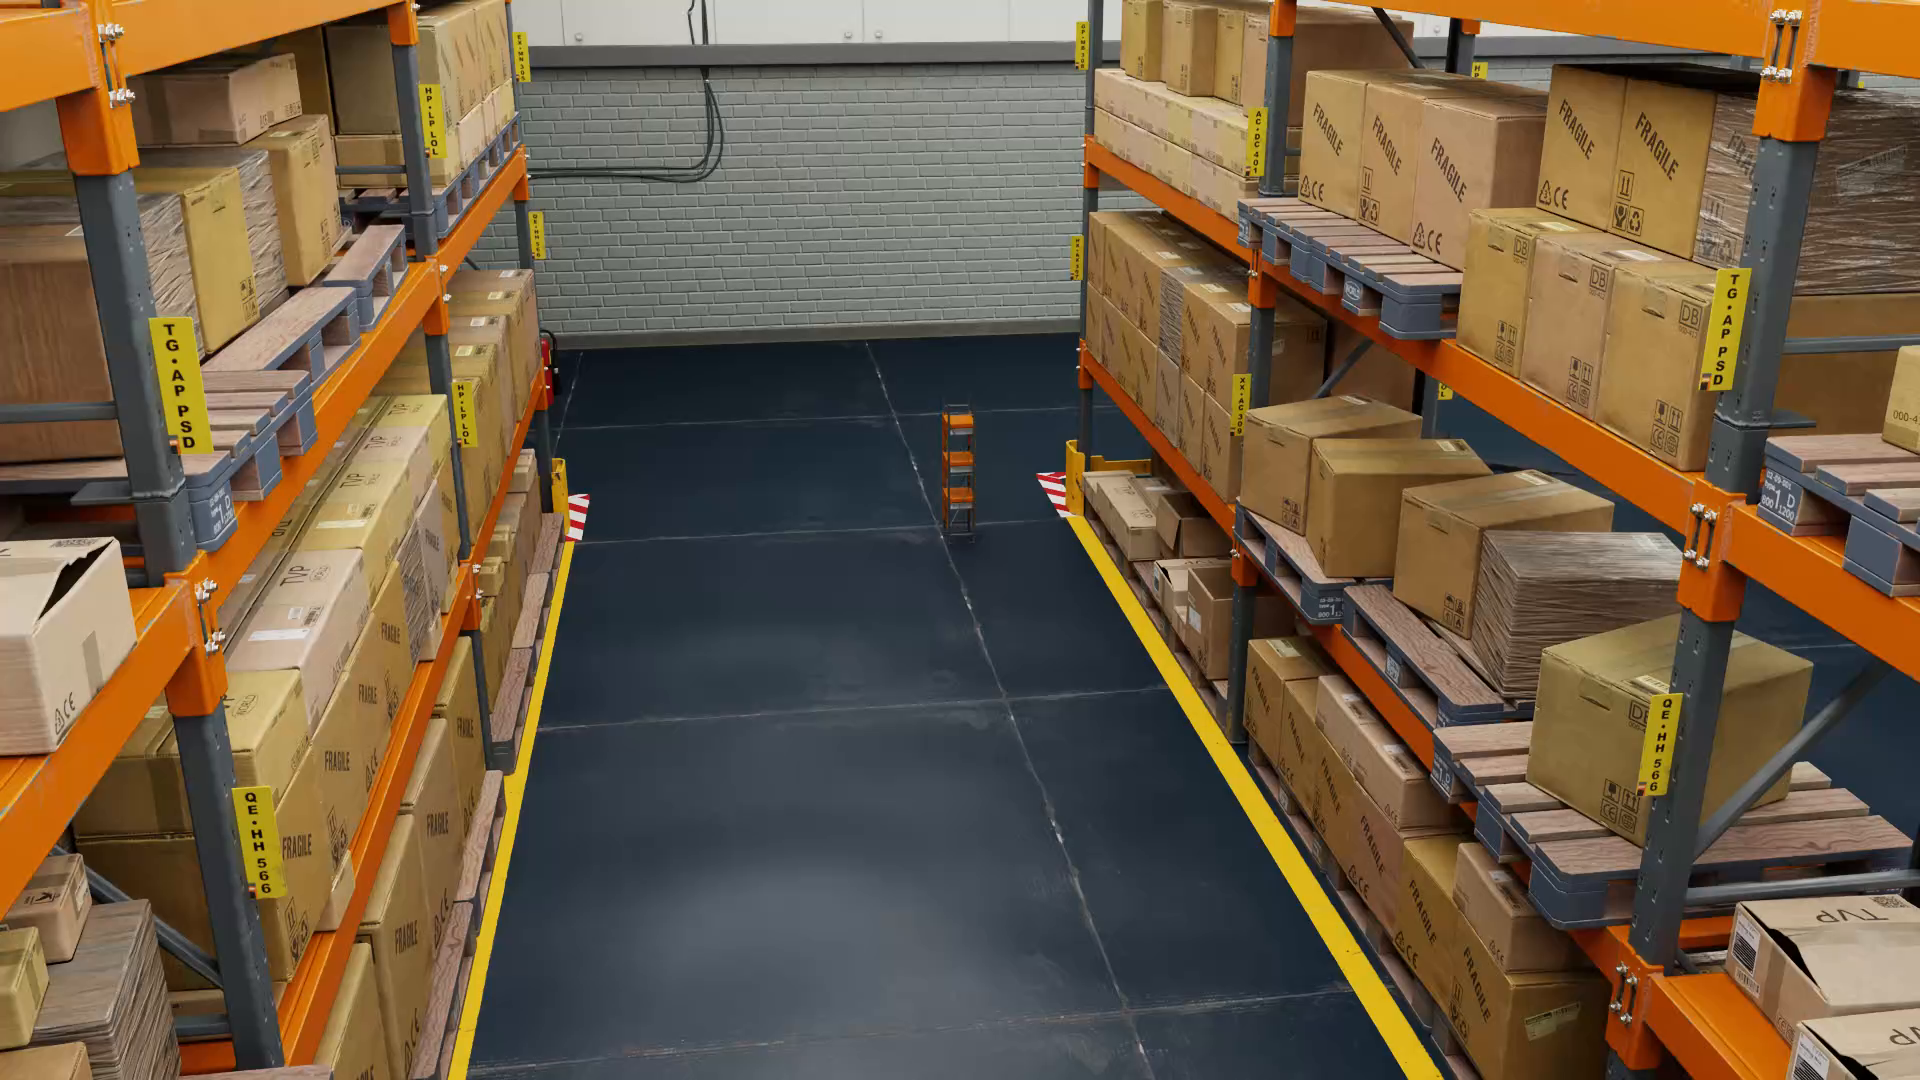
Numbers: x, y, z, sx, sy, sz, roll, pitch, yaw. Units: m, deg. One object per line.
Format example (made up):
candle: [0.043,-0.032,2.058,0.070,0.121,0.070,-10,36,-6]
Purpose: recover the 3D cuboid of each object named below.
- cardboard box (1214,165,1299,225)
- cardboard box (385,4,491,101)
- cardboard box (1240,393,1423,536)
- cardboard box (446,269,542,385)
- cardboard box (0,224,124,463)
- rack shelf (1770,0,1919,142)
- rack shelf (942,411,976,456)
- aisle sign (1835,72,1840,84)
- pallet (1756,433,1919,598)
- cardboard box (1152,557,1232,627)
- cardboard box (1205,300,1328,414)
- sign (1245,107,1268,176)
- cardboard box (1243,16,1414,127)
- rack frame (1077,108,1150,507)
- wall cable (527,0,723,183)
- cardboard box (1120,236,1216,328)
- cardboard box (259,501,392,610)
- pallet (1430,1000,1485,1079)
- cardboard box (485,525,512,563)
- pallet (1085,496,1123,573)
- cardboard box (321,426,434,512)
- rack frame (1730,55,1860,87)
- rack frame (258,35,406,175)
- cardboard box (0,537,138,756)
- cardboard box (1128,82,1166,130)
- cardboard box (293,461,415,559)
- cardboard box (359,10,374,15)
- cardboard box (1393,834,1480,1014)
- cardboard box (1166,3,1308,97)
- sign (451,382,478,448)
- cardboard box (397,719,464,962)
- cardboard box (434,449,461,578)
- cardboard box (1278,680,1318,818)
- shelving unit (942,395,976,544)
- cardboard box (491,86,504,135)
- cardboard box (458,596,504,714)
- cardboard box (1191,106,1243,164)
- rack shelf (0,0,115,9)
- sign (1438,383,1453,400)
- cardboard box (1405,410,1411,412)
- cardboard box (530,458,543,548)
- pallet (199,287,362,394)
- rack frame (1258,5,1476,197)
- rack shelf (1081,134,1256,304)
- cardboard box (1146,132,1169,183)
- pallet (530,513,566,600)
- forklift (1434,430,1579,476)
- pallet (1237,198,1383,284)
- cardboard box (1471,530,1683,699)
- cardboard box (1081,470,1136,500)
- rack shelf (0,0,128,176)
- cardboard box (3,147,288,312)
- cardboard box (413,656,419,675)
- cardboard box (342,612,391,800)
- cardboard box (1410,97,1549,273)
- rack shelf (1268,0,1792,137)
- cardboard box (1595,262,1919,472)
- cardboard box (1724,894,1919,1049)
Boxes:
cardboard box: [1.647,-1.807,8.694,0.500,0.250,0.500,-3,21,-8]
cardboard box: [-2.978,-2.787,9.503,0.500,0.500,0.500,-4,21,-10]
cardboard box: [1.827,-0.385,8.218,0.700,0.500,0.500,-10,23,-26]
cardboard box: [-3.415,-1.415,11.290,0.980,0.700,0.700,-2,21,-5]
cardboard box: [-2.470,-0.501,4.212,0.700,0.500,0.500,-5,21,-12]
rack shelf: [2.845,-0.526,2.362,1.077,0.370,4.000,-3,21,-8]
rack shelf: [-0.008,-0.766,11.986,0.215,0.259,0.240,-3,21,-8]
aisle sign: [6.585,-3.208,12.803,0.394,0.787,0.004,-3,21,-8]
pallet: [2.743,-0.018,3.961,1.213,0.211,1.003,-2,21,-5]
cardboard box: [1.509,0.294,10.357,0.500,0.311,0.500,-3,21,-8]
cardboard box: [1.651,-0.994,9.019,0.500,0.500,0.500,-3,21,-7]
sign: [1.444,-1.934,8.082,0.100,0.325,0.005,-3,21,-8]
cardboard box: [1.872,-2.404,8.506,0.700,0.500,0.500,-3,21,-8]
rack frame: [1.403,-1.702,12.486,1.000,3.000,0.127,-3,21,-8]
wall cable: [-3.960,-4.783,16.599,3.097,2.526,0.112,-3,21,-8]
cardboard box: [1.357,-1.696,10.899,0.500,0.500,0.500,-3,21,-7]
cardboard box: [-2.389,0.066,6.083,0.500,0.250,0.500,-3,21,-9]
pallet: [2.486,2.114,6.255,1.003,0.211,1.213,-3,21,-8]
cardboard box: [-2.872,0.032,9.889,0.380,0.149,0.250,-4,21,-9]
pallet: [1.530,-0.093,12.165,1.003,0.211,1.213,-3,21,-8]
cardboard box: [-2.537,-0.287,7.028,0.500,0.250,0.500,-2,21,-7]
rack frame: [6.306,-4.761,12.102,1.000,3.000,0.127,-3,21,-8]
rack frame: [-2.918,-2.877,7.057,0.949,2.616,0.053,-3,21,-8]
cardboard box: [-1.974,0.182,3.254,0.500,0.311,0.500,-3,21,-8]
cardboard box: [1.363,-2.734,10.462,0.500,0.250,0.500,-3,21,-8]
cardboard box: [-2.463,-0.110,6.555,0.500,0.250,0.500,-3,21,-7]
cardboard box: [-3.425,-2.585,8.962,0.500,0.500,0.500,-4,21,-10]
cardboard box: [2.115,1.542,6.746,0.500,0.500,0.500,-4,21,-10]
cardboard box: [1.640,-2.923,9.895,0.700,0.500,0.500,-3,21,-8]
sign: [-2.386,-0.602,7.999,0.100,0.325,0.005,-3,21,-8]
cardboard box: [-2.568,1.270,7.000,0.750,0.750,0.750,-2,21,-6]
cardboard box: [-2.605,-0.114,7.639,0.500,0.500,0.500,-3,21,-9]
cardboard box: [1.897,1.012,8.164,0.500,0.500,0.500,-3,21,-7]
shelving unit: [-0.008,-0.510,12.082,0.215,1.050,0.252,-3,21,-8]
cardboard box: [-3.054,-2.609,10.099,0.500,0.250,0.500,-4,21,-10]
cardboard box: [-2.928,0.644,9.177,0.700,0.500,0.500,-3,21,-7]
cardboard box: [1.572,-2.214,9.070,0.500,0.250,0.500,-3,21,-8]
rack shelf: [-2.633,-1.785,5.351,0.919,0.052,3.809,-3,21,-8]
sign: [2.529,-0.889,8.654,0.100,0.325,0.005,-3,21,-8]
cardboard box: [2.176,-0.554,9.270,0.500,0.500,0.500,-2,21,-6]
cardboard box: [-3.298,-0.239,11.542,0.700,0.500,0.500,-3,21,-8]
pallet: [-2.654,-0.605,5.532,1.003,0.211,1.213,-2,21,-5]
rack frame: [1.980,-3.128,7.728,1.000,3.000,0.127,-3,21,-8]
rack shelf: [1.692,-2.078,10.233,1.077,0.370,4.000,-3,21,-8]
cardboard box: [1.437,-2.327,10.086,0.500,0.250,0.500,-3,21,-8]
pallet: [-3.305,0.128,11.571,1.003,0.211,1.213,-3,21,-8]
forklift: [3.329,-1.821,12.902,3.031,2.935,1.130,10,23,25]
pallet: [2.005,-1.405,7.672,1.213,0.211,1.003,-3,21,-8]
cardboard box: [2.411,0.286,6.421,0.700,0.500,0.500,1,20,2]
cardboard box: [1.124,-0.410,12.473,0.380,0.149,0.250,-3,21,-8]
rack shelf: [-2.056,-0.275,1.690,1.077,0.370,4.000,-3,21,-8]
cardboard box: [-2.750,-1.048,5.676,0.700,0.500,0.500,-3,21,-8]
cardboard box: [-2.474,0.500,6.922,0.380,0.149,0.250,-3,21,-8]
cardboard box: [-2.298,0.589,5.756,0.500,0.500,0.500,-3,21,-8]
cardboard box: [2.175,-1.373,6.432,0.600,0.600,0.600,-4,21,-10]
rack shelf: [2.268,-1.911,6.070,1.077,0.370,4.000,-3,21,-8]
cardboard box: [2.460,-0.534,4.928,0.910,0.500,0.500,-3,21,-8]
cardboard box: [2.566,1.238,4.743,0.500,0.311,0.500,-2,21,-4]
